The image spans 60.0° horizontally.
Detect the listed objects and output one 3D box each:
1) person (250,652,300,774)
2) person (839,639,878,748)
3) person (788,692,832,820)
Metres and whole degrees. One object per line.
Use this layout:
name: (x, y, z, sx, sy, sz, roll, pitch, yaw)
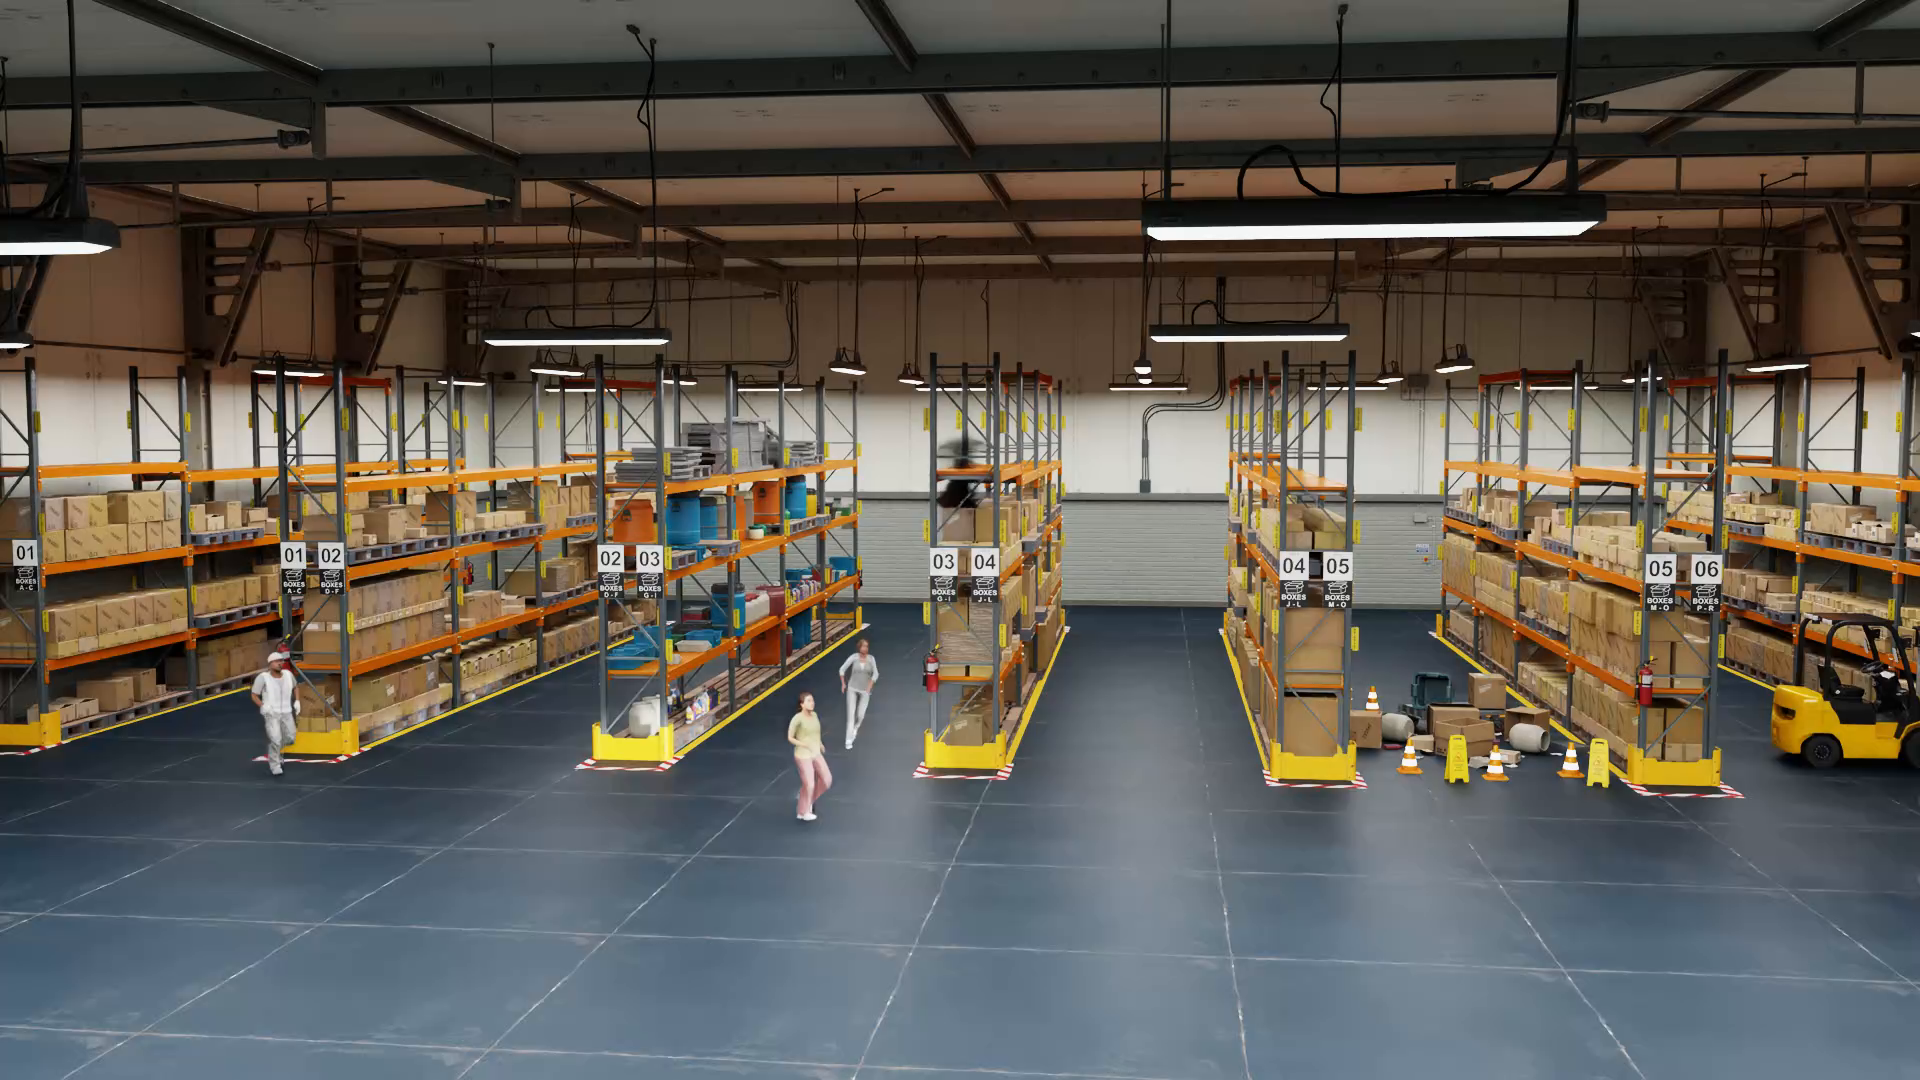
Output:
person: (-9.744, 2.459, 23.697, 0.628, 1.733, 0.702, 4, 5, 41)
person: (-1.482, 2.229, 24.379, 0.580, 1.570, 0.579, -1, 4, -8)
person: (-1.879, 2.709, 20.813, 0.520, 1.625, 0.556, 4, 6, 43)
